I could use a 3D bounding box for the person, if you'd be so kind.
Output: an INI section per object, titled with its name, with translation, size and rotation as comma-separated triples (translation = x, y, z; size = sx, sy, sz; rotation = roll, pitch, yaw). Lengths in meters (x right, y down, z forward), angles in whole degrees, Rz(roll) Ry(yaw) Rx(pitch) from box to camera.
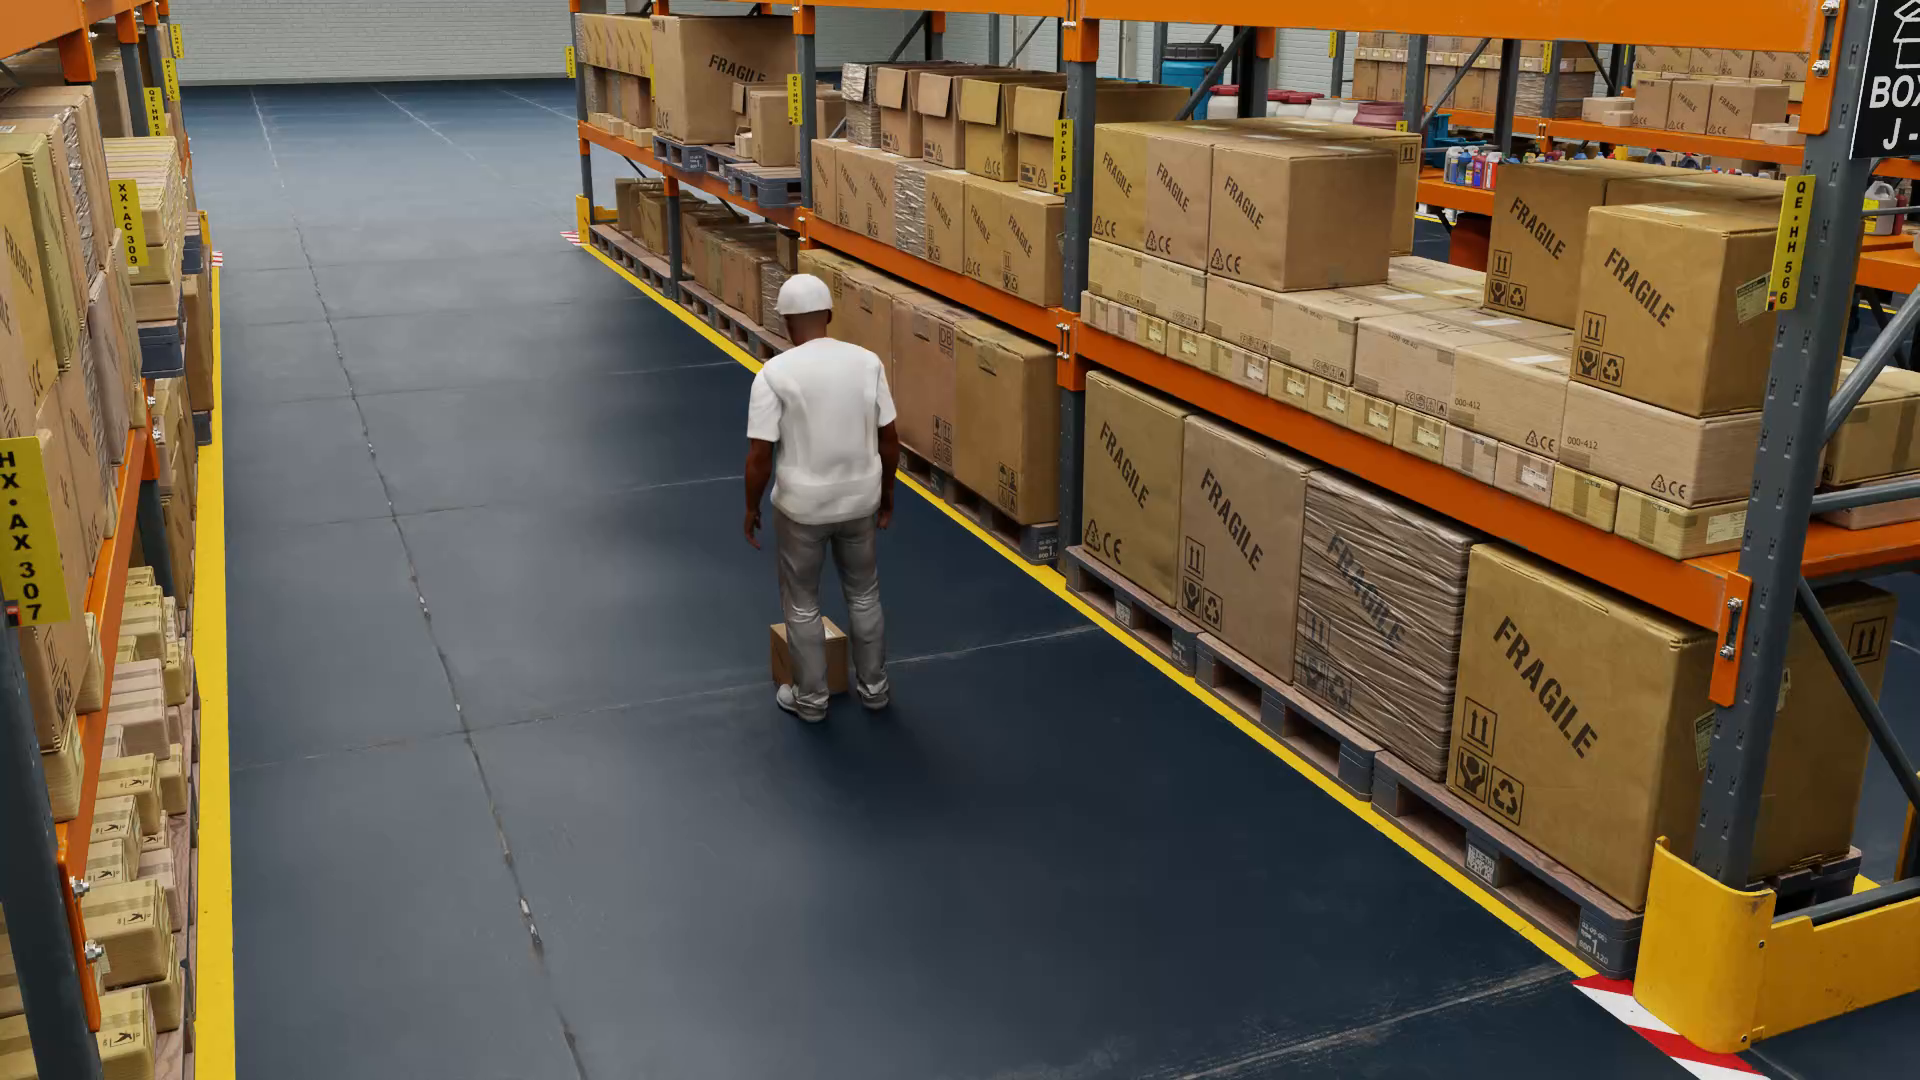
[person]
translation = -0.538, -0.155, 6.491
size = 0.637, 1.761, 0.456
rotation = -9, 21, -24
